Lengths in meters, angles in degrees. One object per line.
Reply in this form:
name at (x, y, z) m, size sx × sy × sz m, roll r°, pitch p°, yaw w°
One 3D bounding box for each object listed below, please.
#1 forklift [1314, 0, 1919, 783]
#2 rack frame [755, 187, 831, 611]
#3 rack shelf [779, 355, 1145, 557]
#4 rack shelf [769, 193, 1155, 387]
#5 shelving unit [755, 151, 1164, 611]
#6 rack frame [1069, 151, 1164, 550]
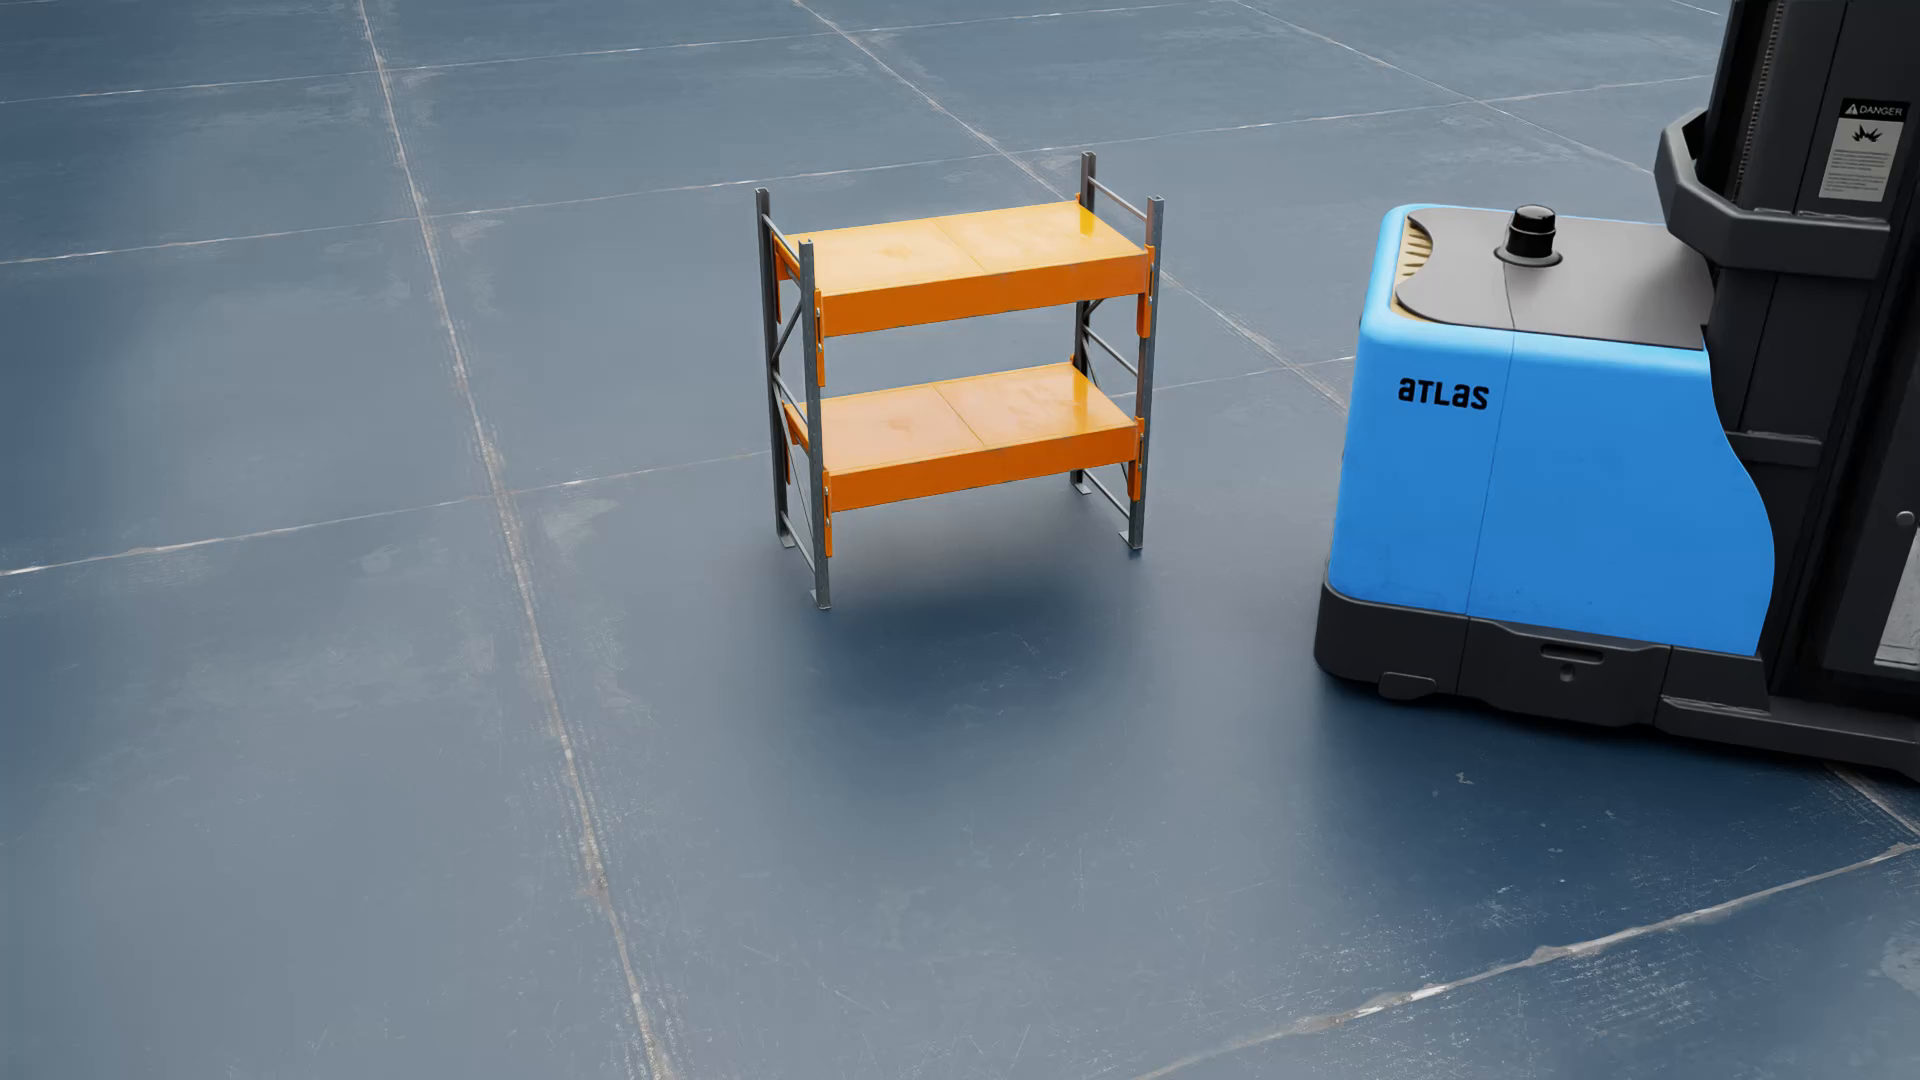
forklift at (2.543, -0.895, 3.859) m, size 3.031 × 2.935 × 1.130 m, roll 8°, pitch 31°, yaw 14°
rack frame at (-0.483, -0.400, 4.815) m, size 0.032 × 1.125 × 0.500 m, roll -10°, pitch 31°, yaw -18°
rack shelf at (-0.006, -0.275, 5.091) m, size 1.000 × 0.278 × 0.538 m, roll -10°, pitch 31°, yaw -18°
rack shelf at (-0.006, -0.742, 4.825) m, size 1.000 × 0.278 × 0.538 m, roll -10°, pitch 31°, yaw -18°
shelving unit at (-0.006, -0.488, 4.969) m, size 1.048 × 1.125 × 0.538 m, roll -10°, pitch 31°, yaw -18°
rack frame at (0.470, -0.575, 5.124) m, size 0.032 × 1.125 × 0.500 m, roll -10°, pitch 31°, yaw -18°
